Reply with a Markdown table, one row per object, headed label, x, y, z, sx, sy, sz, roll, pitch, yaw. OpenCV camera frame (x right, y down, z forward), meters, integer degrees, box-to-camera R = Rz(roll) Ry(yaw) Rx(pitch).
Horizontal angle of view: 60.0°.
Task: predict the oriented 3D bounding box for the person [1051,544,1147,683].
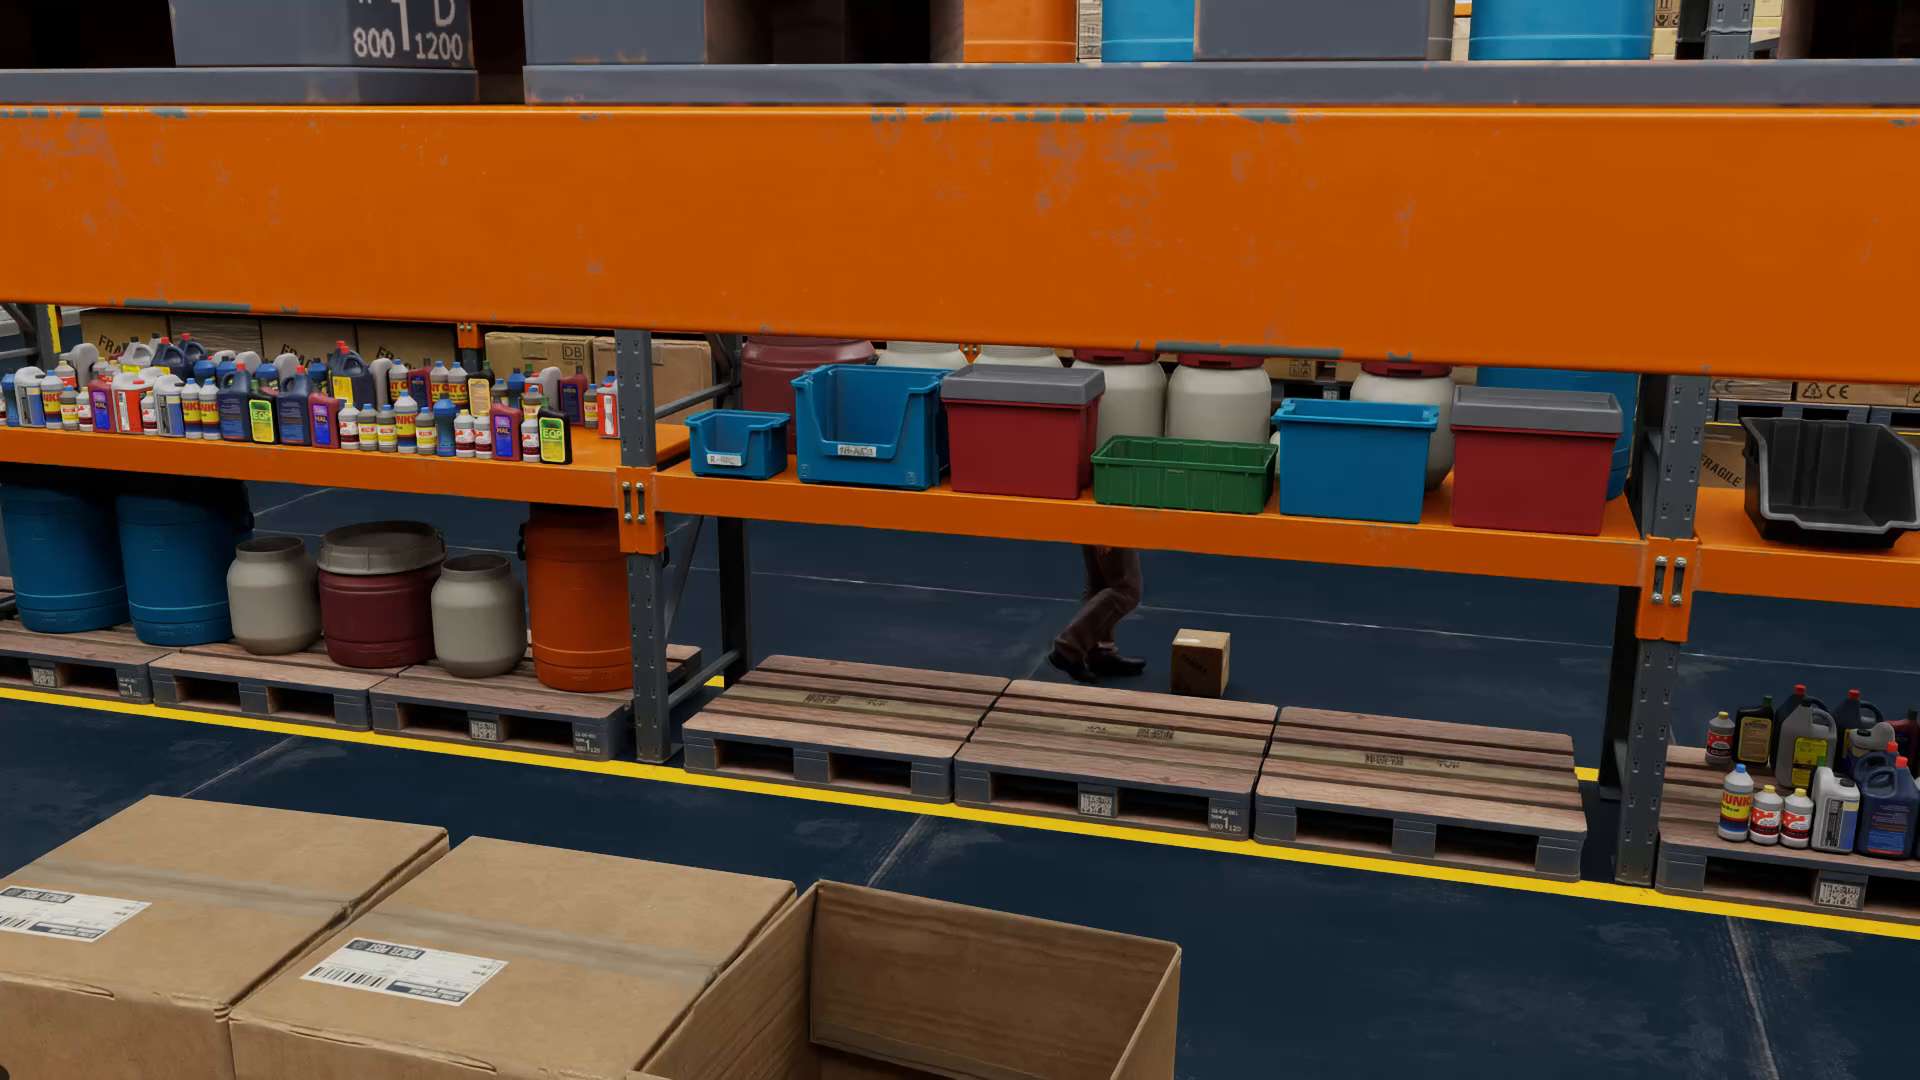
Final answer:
| label | x | y | z | sx | sy | sz | roll | pitch | yaw |
| --- | --- | --- | --- | --- | --- | --- | --- | --- | --- |
| person | 0.691 | -0.147 | 8.095 | 0.514 | 1.720 | 0.564 | -1 | 15 | -2 |
